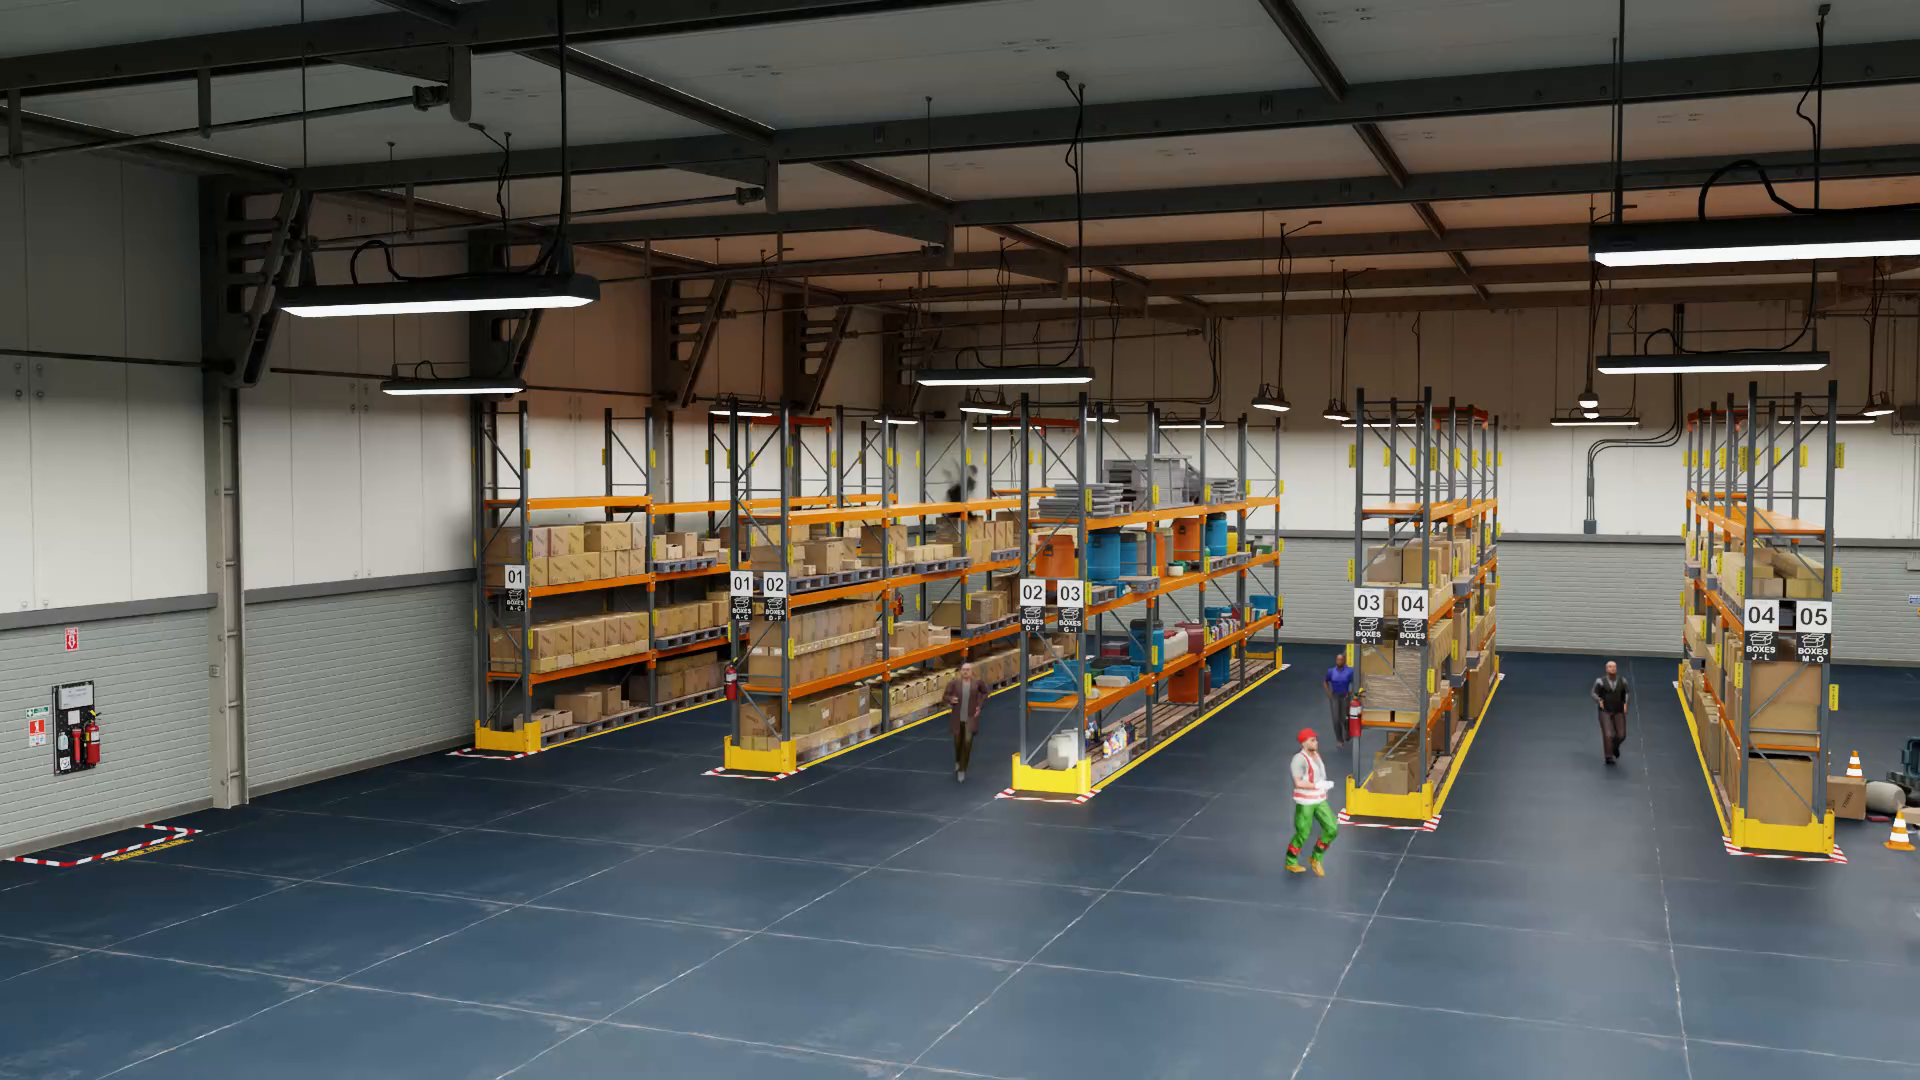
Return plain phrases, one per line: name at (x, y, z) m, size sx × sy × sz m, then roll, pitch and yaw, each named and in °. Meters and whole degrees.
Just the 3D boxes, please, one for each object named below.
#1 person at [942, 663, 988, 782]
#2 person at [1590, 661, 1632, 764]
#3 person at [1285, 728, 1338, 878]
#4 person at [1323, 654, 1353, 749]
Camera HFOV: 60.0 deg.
person at (0.077, 2.940, 26.176) m, size 0.711 × 1.617 × 0.915 m, roll 0°, pitch 3°, yaw 6°
person at (10.706, 2.834, 27.321) m, size 0.656 × 1.671 × 0.603 m, roll 1°, pitch 3°, yaw 11°
person at (4.203, 3.141, 19.833) m, size 0.639 × 1.793 × 0.711 m, roll -2°, pitch 4°, yaw -38°
person at (6.610, 2.785, 28.928) m, size 0.587 × 1.626 × 0.601 m, roll 1°, pitch 3°, yaw 20°
